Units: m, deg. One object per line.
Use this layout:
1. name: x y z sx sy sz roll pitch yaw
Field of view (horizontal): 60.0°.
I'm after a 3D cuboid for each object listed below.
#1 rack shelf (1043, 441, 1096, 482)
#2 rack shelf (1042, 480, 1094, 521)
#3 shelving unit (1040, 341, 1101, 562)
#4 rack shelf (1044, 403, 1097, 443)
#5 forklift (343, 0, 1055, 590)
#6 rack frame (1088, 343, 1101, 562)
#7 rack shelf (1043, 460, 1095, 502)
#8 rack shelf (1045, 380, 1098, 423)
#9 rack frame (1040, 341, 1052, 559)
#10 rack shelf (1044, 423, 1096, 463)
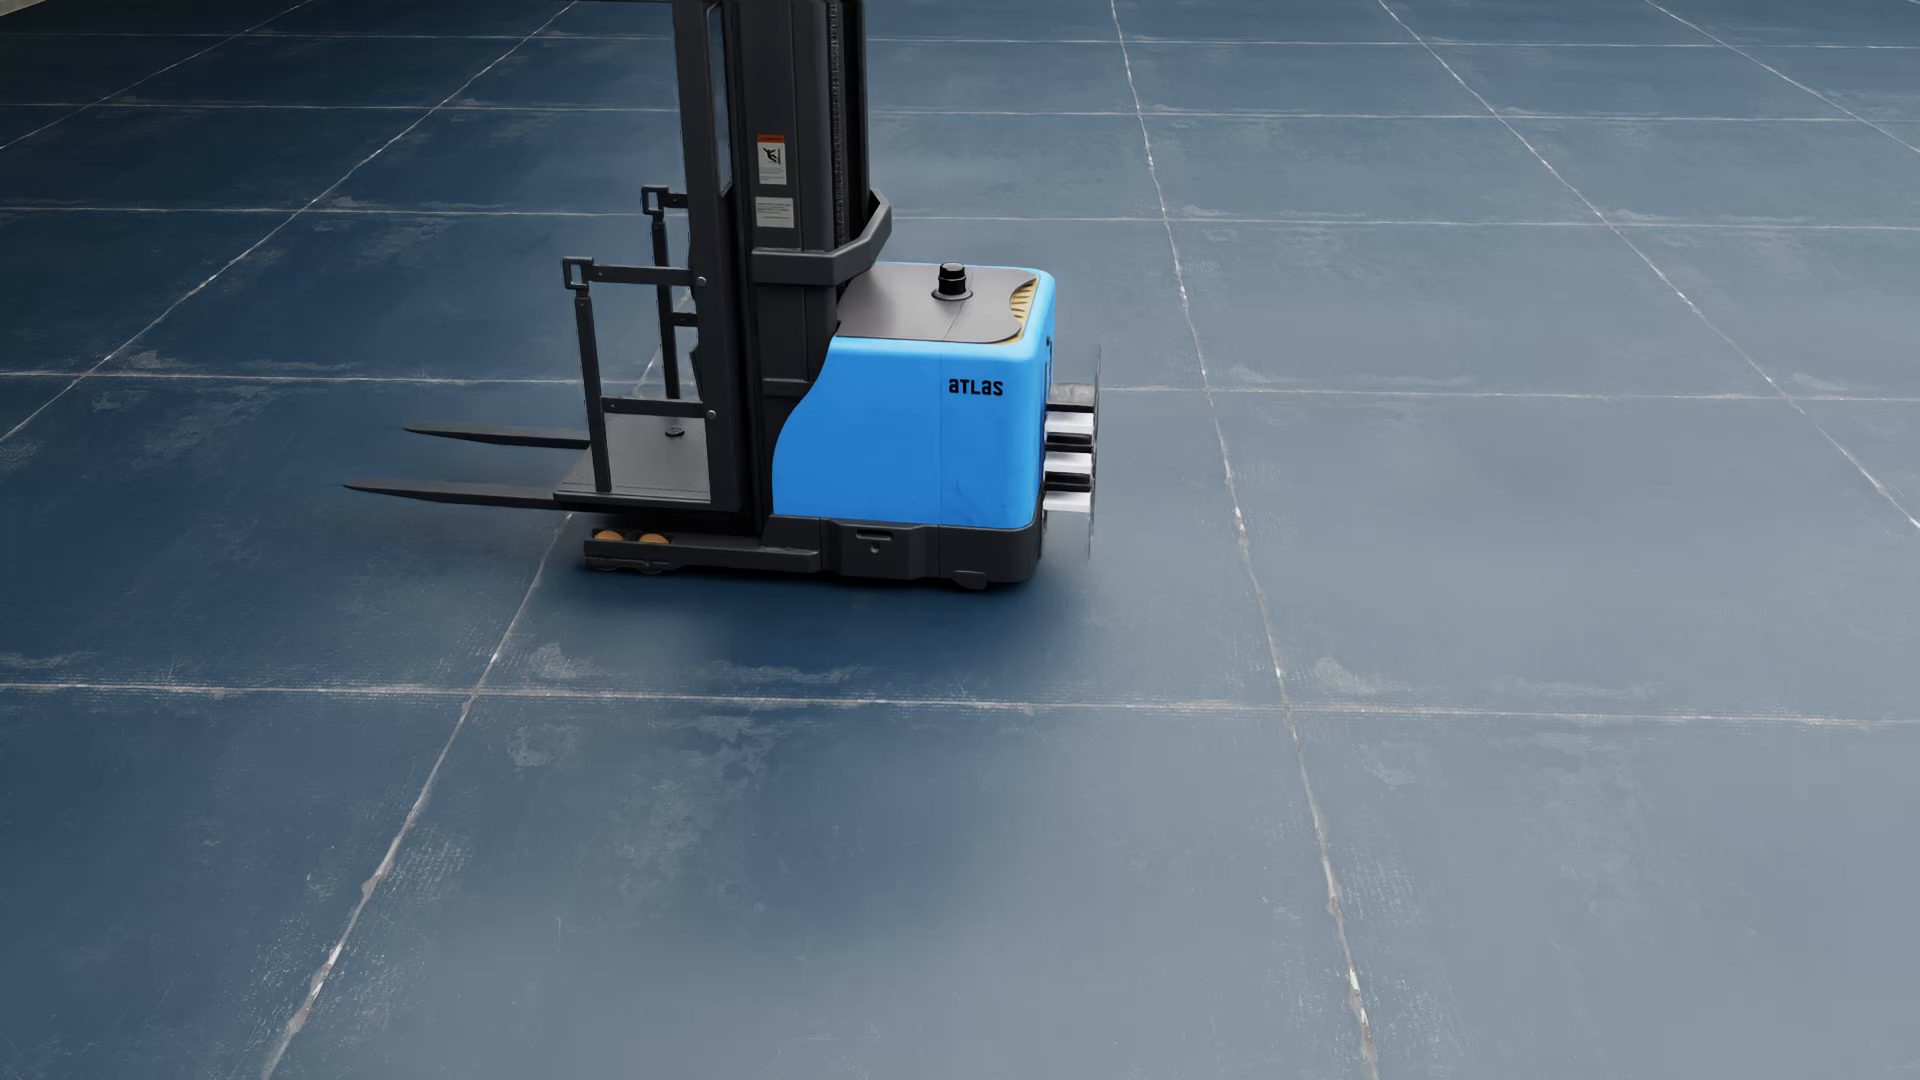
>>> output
1. rack shelf: 0.463 -0.336 6.994 0.200 0.077 0.258 4 28 7
2. rack shelf: 0.463 -0.177 7.078 0.200 0.077 0.258 4 28 7
3. shelving unit: 0.463 -0.365 6.978 0.210 0.900 0.258 4 28 7
4. rack shelf: 0.463 -0.495 6.909 0.200 0.077 0.258 4 28 7
5. forklift: -1.138 -1.392 6.746 3.031 2.935 1.130 4 28 7
6. rack frame: 0.564 -0.359 6.966 0.006 0.900 0.240 4 28 7
7. rack shelf: 0.463 -0.256 7.036 0.200 0.077 0.258 4 28 7
8. rack shelf: 0.463 -0.574 6.867 0.200 0.077 0.258 4 28 7
9. rack frame: 0.362 -0.372 6.991 0.006 0.900 0.240 4 28 7
10. rack shelf: 0.463 -0.415 6.952 0.200 0.077 0.258 4 28 7
